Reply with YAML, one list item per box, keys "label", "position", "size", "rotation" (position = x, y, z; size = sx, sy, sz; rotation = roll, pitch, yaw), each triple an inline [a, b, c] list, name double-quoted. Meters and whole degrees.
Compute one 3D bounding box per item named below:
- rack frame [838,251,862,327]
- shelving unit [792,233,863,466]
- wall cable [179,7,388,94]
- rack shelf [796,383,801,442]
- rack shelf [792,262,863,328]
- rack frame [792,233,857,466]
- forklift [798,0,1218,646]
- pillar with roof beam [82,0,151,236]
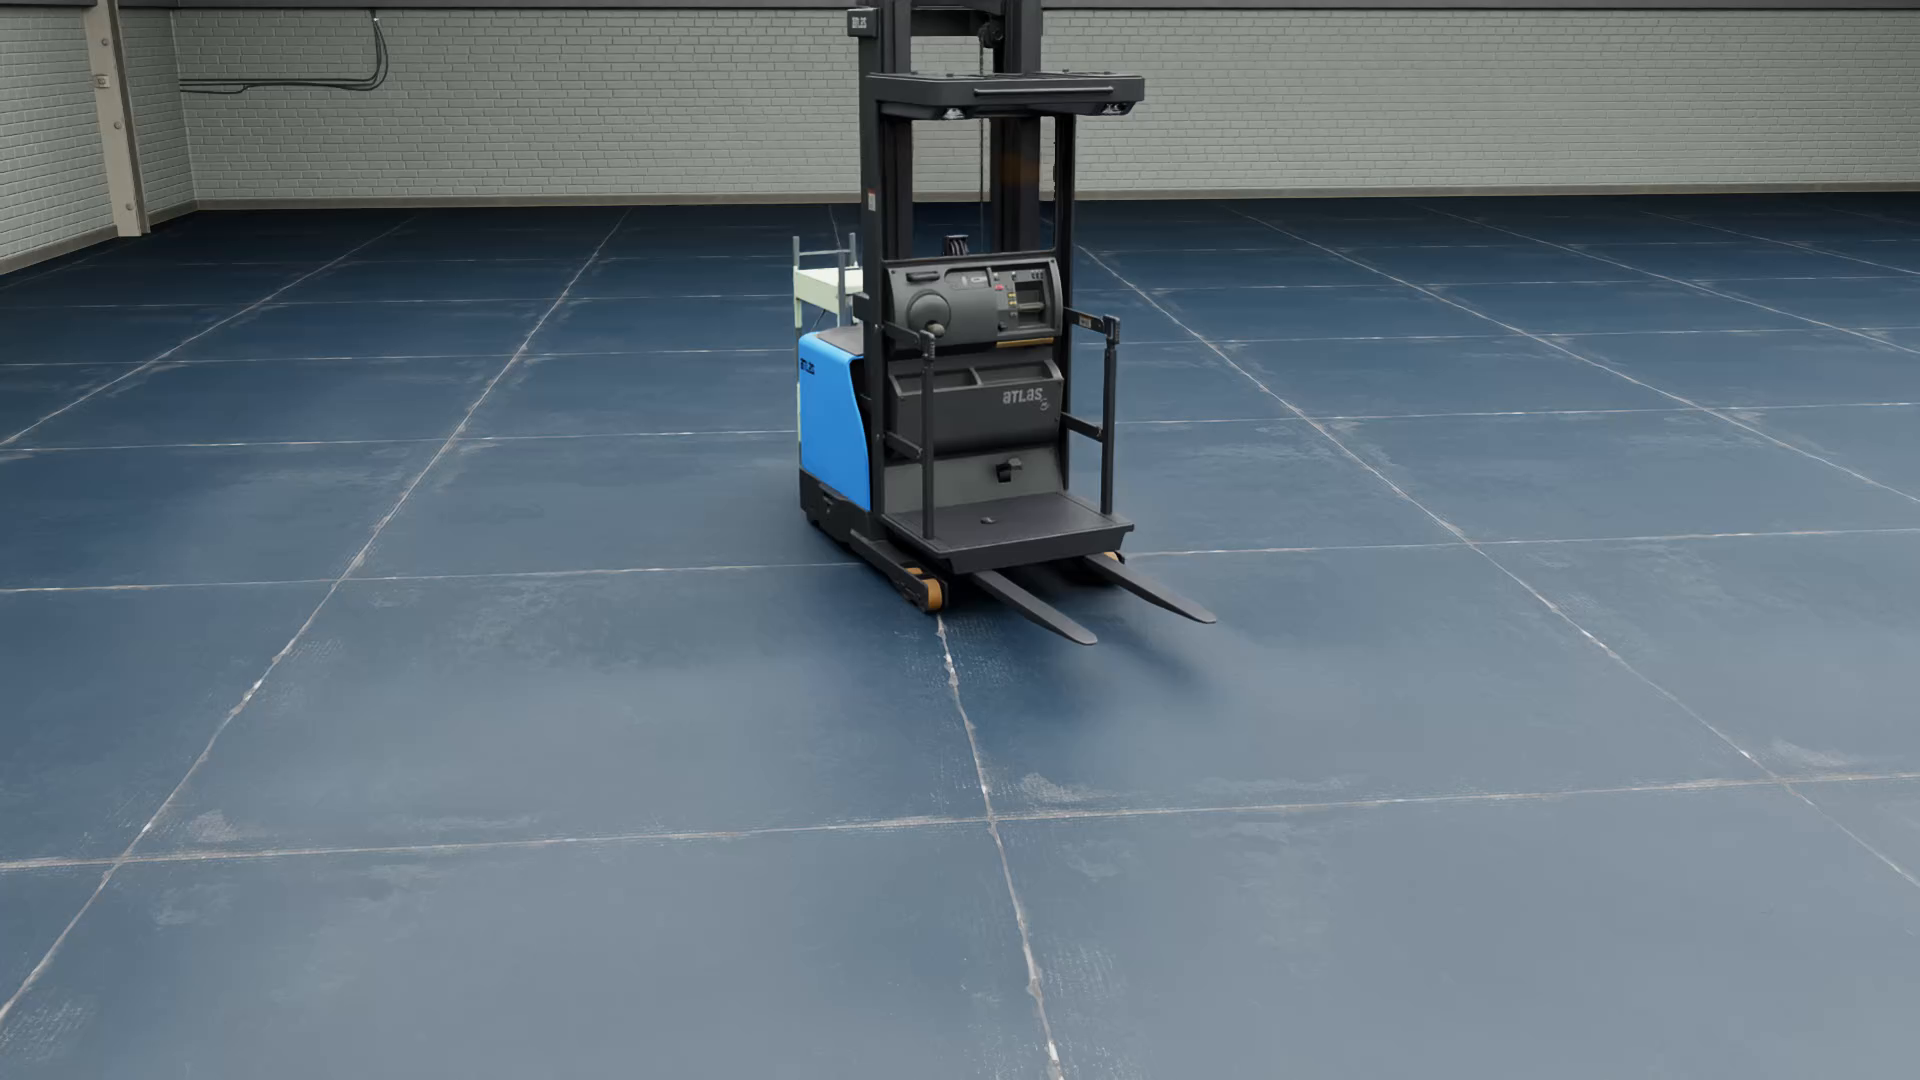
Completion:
- label: "rack frame"
  position: [-0.502, -0.929, 9.633]
  size: [0.400, 1.500, 0.023]
  rotation: [-8, 19, -24]
- label: "shelving unit"
  position: [-0.661, -1.028, 9.947]
  size: [0.431, 1.500, 0.755]
  rotation: [-8, 19, -24]
- label: "wall cable"
  position: [-9.994, -7.800, 24.183]
  size: [3.097, 2.526, 0.112]
  rotation: [-2, 18, -6]
- label: "rack shelf"
  position: [-0.661, -0.717, 10.045]
  size: [0.431, 0.370, 0.720]
  rotation: [-8, 19, -24]
- label: "rack shelf"
  position: [-0.661, -1.400, 9.830]
  size: [0.431, 0.370, 0.720]
  rotation: [-8, 19, -24]
- label: "rack frame"
  position: [-0.820, -1.127, 10.262]
  size: [0.400, 1.500, 0.023]
  rotation: [-8, 19, -24]
- label: "forklift"
  position: [0.178, -1.196, 8.093]
  size: [1.130, 2.935, 3.031]
  rotation: [-8, 19, -24]
- label: "pillar with roof beam"
  position: [-6.724, -8.496, 21.215]
  size: [9.100, 9.000, 0.400]
  rotation: [-2, 18, -6]
